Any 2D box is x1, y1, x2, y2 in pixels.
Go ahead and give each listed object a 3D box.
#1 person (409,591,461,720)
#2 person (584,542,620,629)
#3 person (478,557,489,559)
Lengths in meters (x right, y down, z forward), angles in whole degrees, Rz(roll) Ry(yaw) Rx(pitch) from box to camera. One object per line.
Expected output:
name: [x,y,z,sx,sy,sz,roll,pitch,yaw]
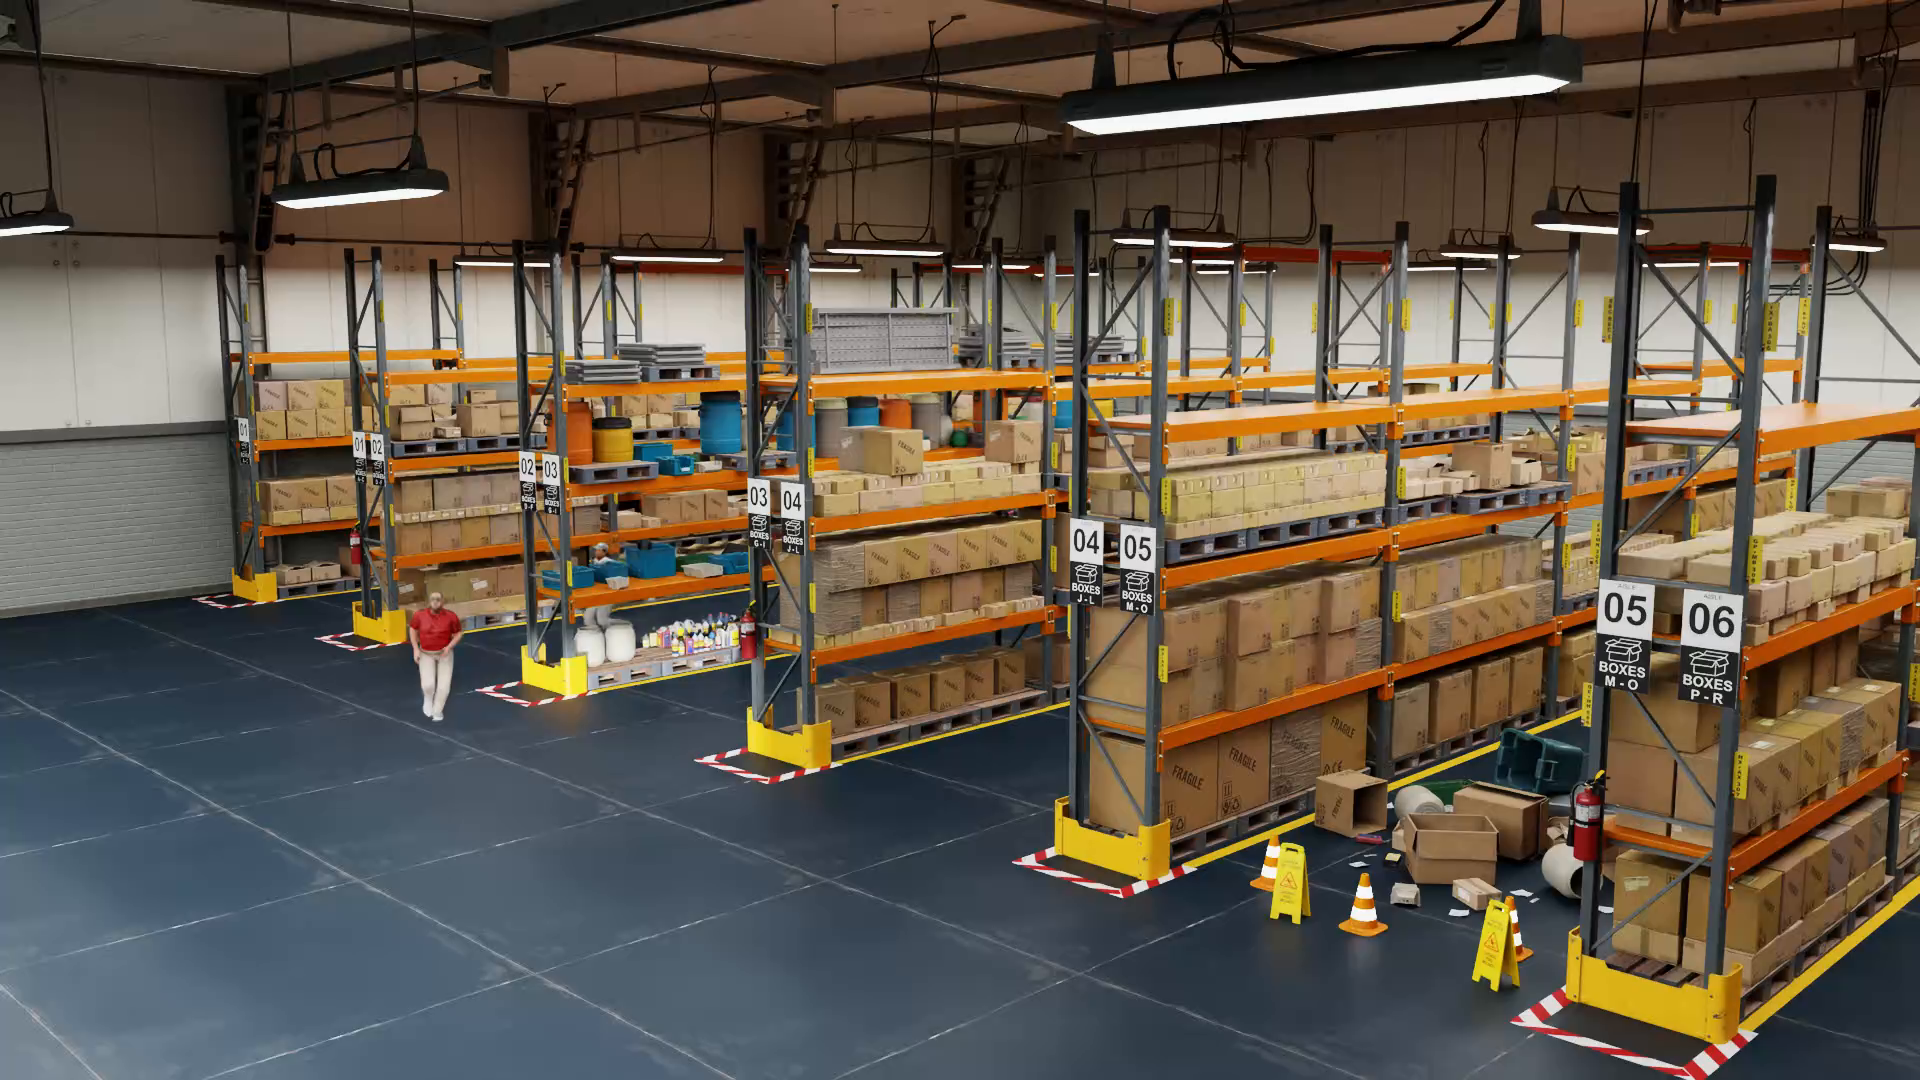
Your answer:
person: [-6.472,1.438,20.571,0.602,1.650,0.660,-3,9,-21]
person: [-5.362,0.803,24.962,0.613,1.558,0.594,7,11,42]
person: [-8.310,0.189,29.042,0.676,1.741,0.971,7,11,41]
